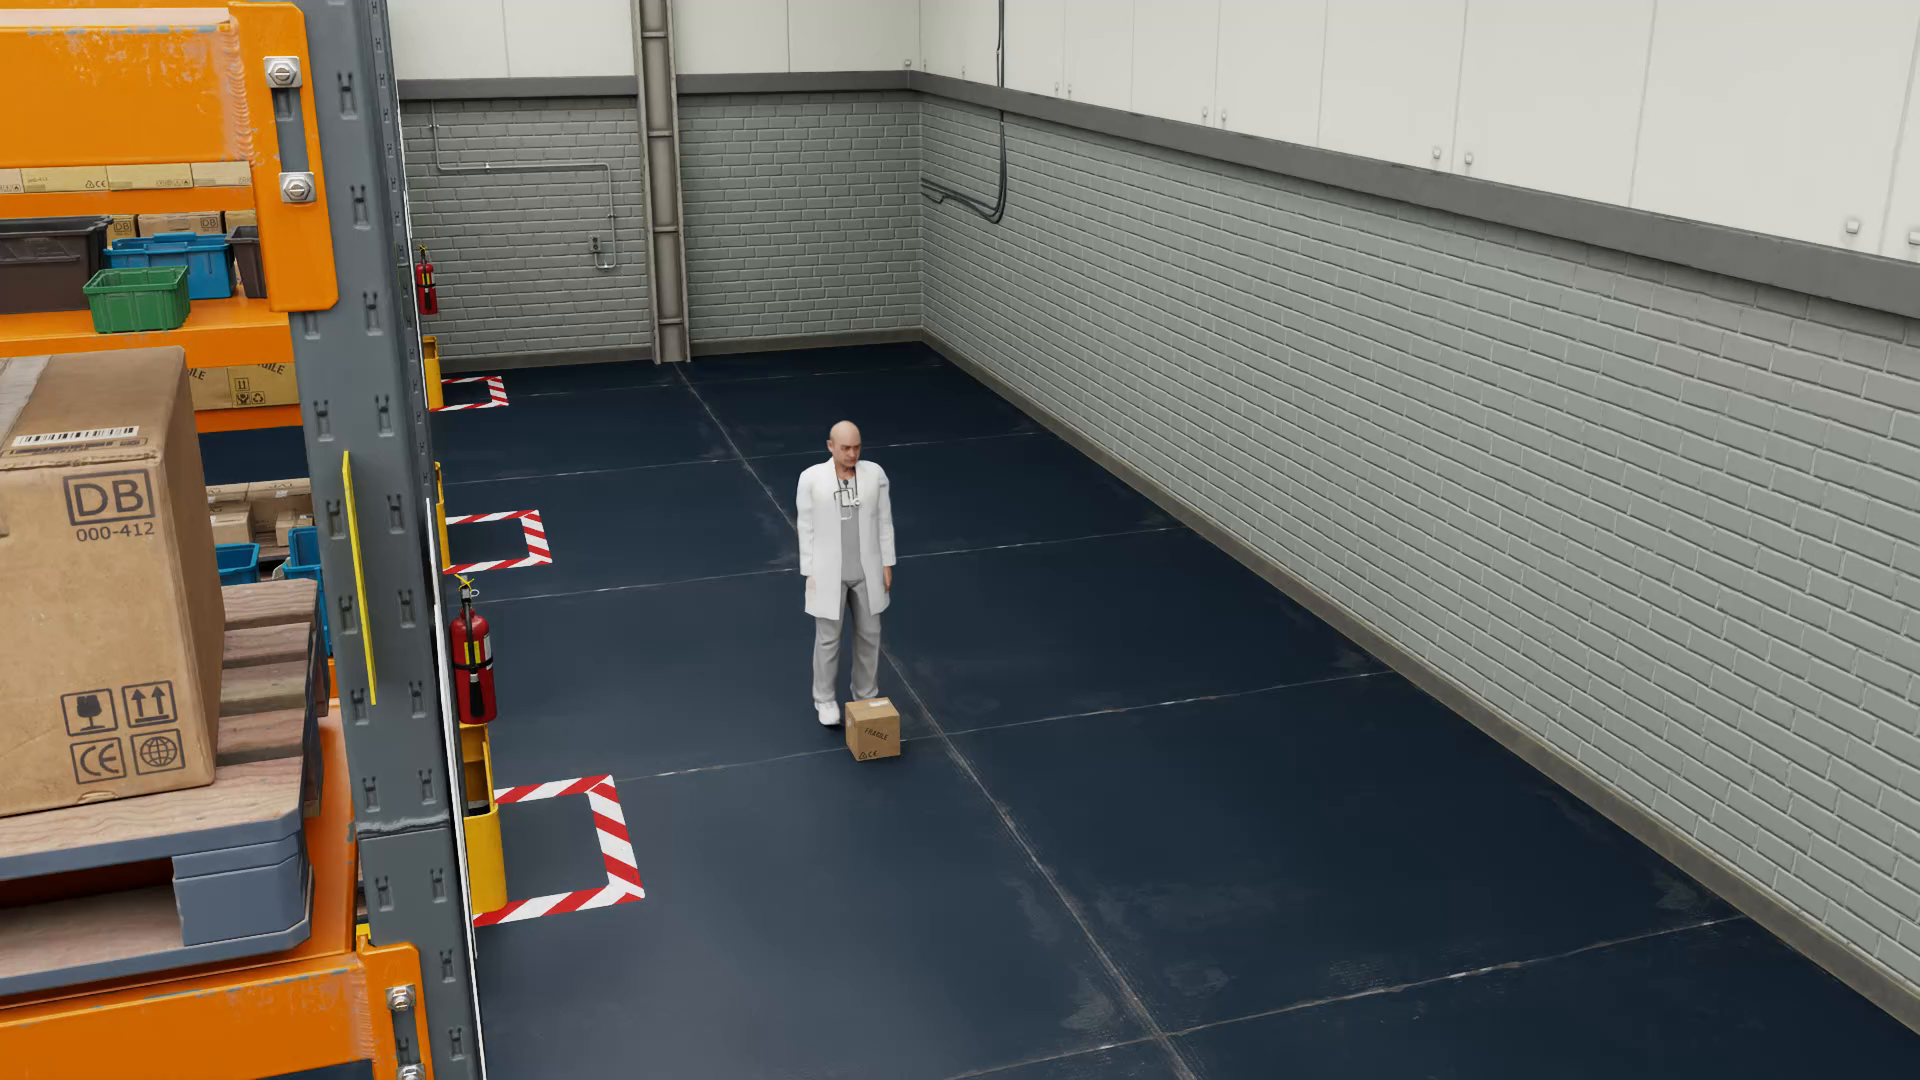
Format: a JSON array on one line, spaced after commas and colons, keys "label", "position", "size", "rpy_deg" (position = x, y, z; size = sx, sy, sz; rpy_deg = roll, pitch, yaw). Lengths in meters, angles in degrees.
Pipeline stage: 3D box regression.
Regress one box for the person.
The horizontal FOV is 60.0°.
[{"label": "person", "position": [-0.638, 0.188, 9.566], "size": [0.562, 1.784, 0.388], "rpy_deg": [-6, 20, -16]}]
